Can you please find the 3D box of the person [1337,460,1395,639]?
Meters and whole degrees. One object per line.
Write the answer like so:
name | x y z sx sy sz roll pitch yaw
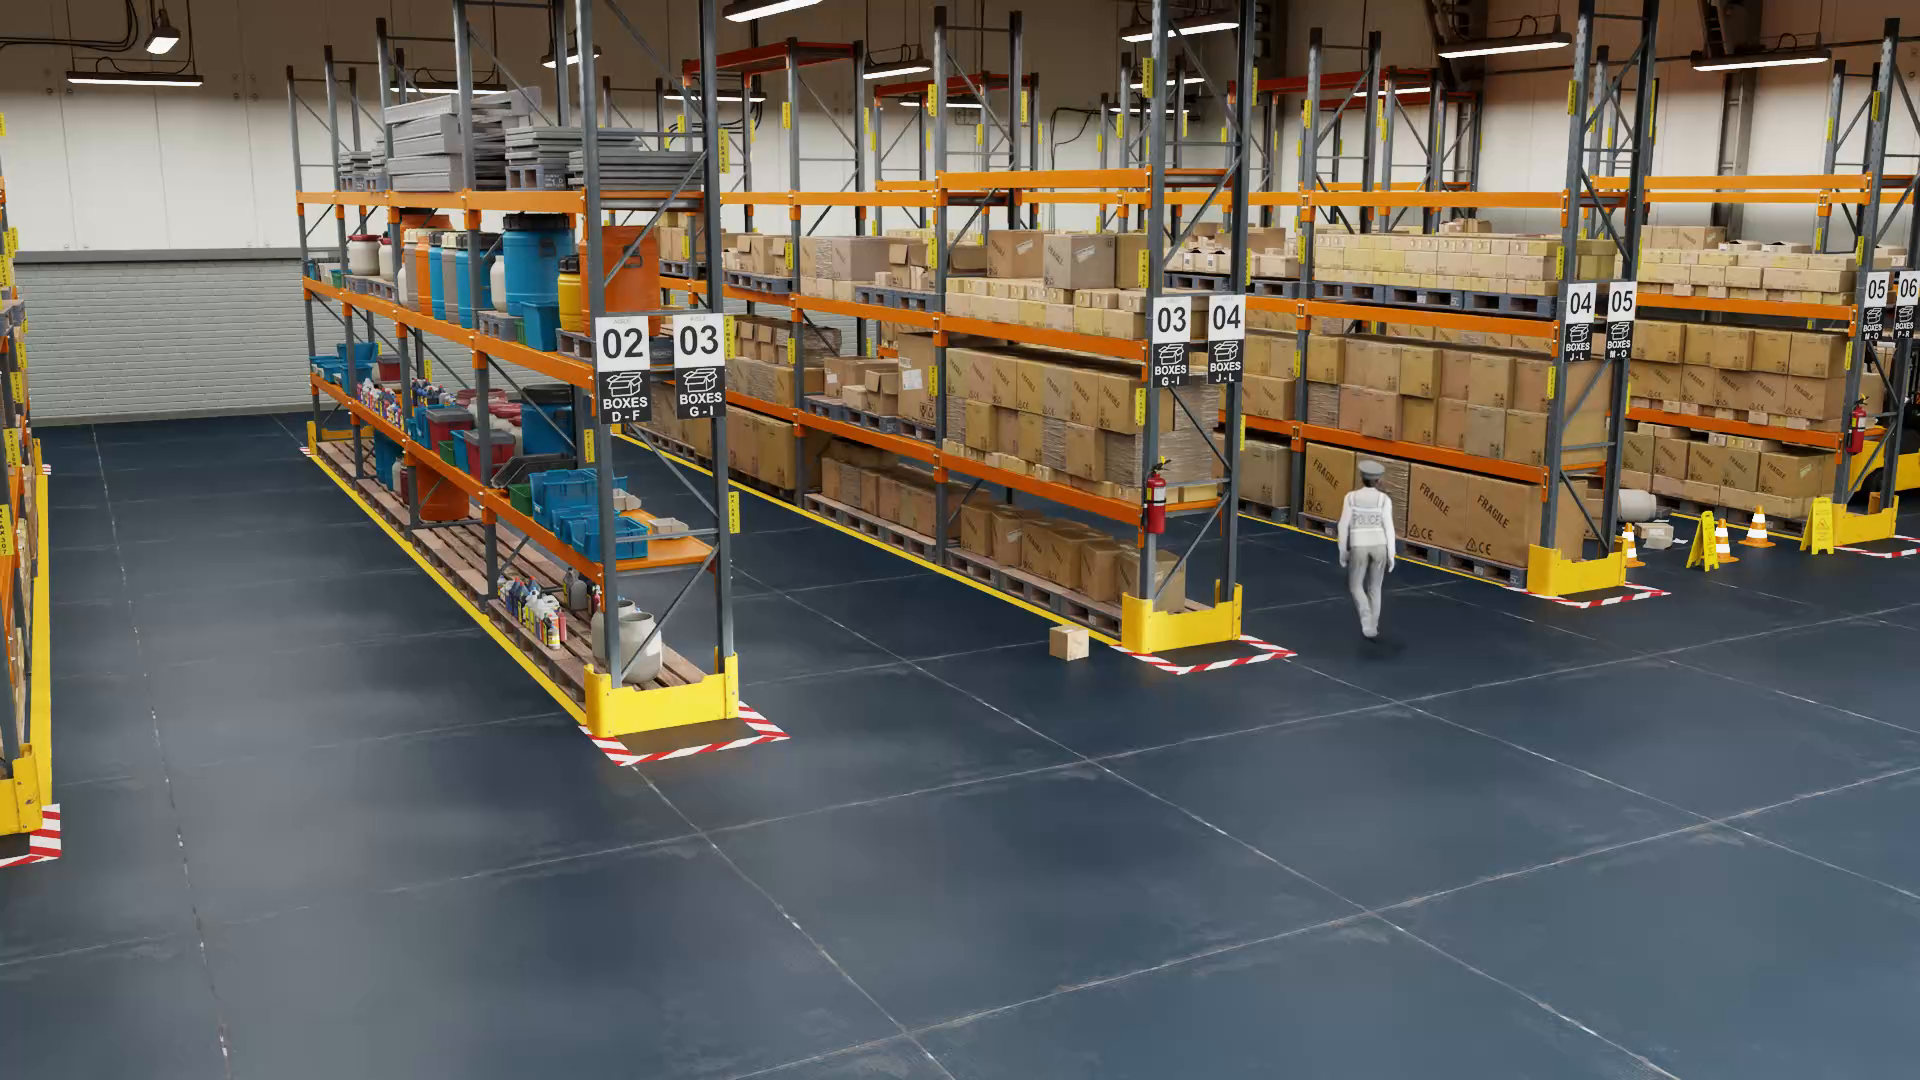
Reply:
person | 3.738 0.112 15.329 0.530 1.654 0.579 3 12 13
